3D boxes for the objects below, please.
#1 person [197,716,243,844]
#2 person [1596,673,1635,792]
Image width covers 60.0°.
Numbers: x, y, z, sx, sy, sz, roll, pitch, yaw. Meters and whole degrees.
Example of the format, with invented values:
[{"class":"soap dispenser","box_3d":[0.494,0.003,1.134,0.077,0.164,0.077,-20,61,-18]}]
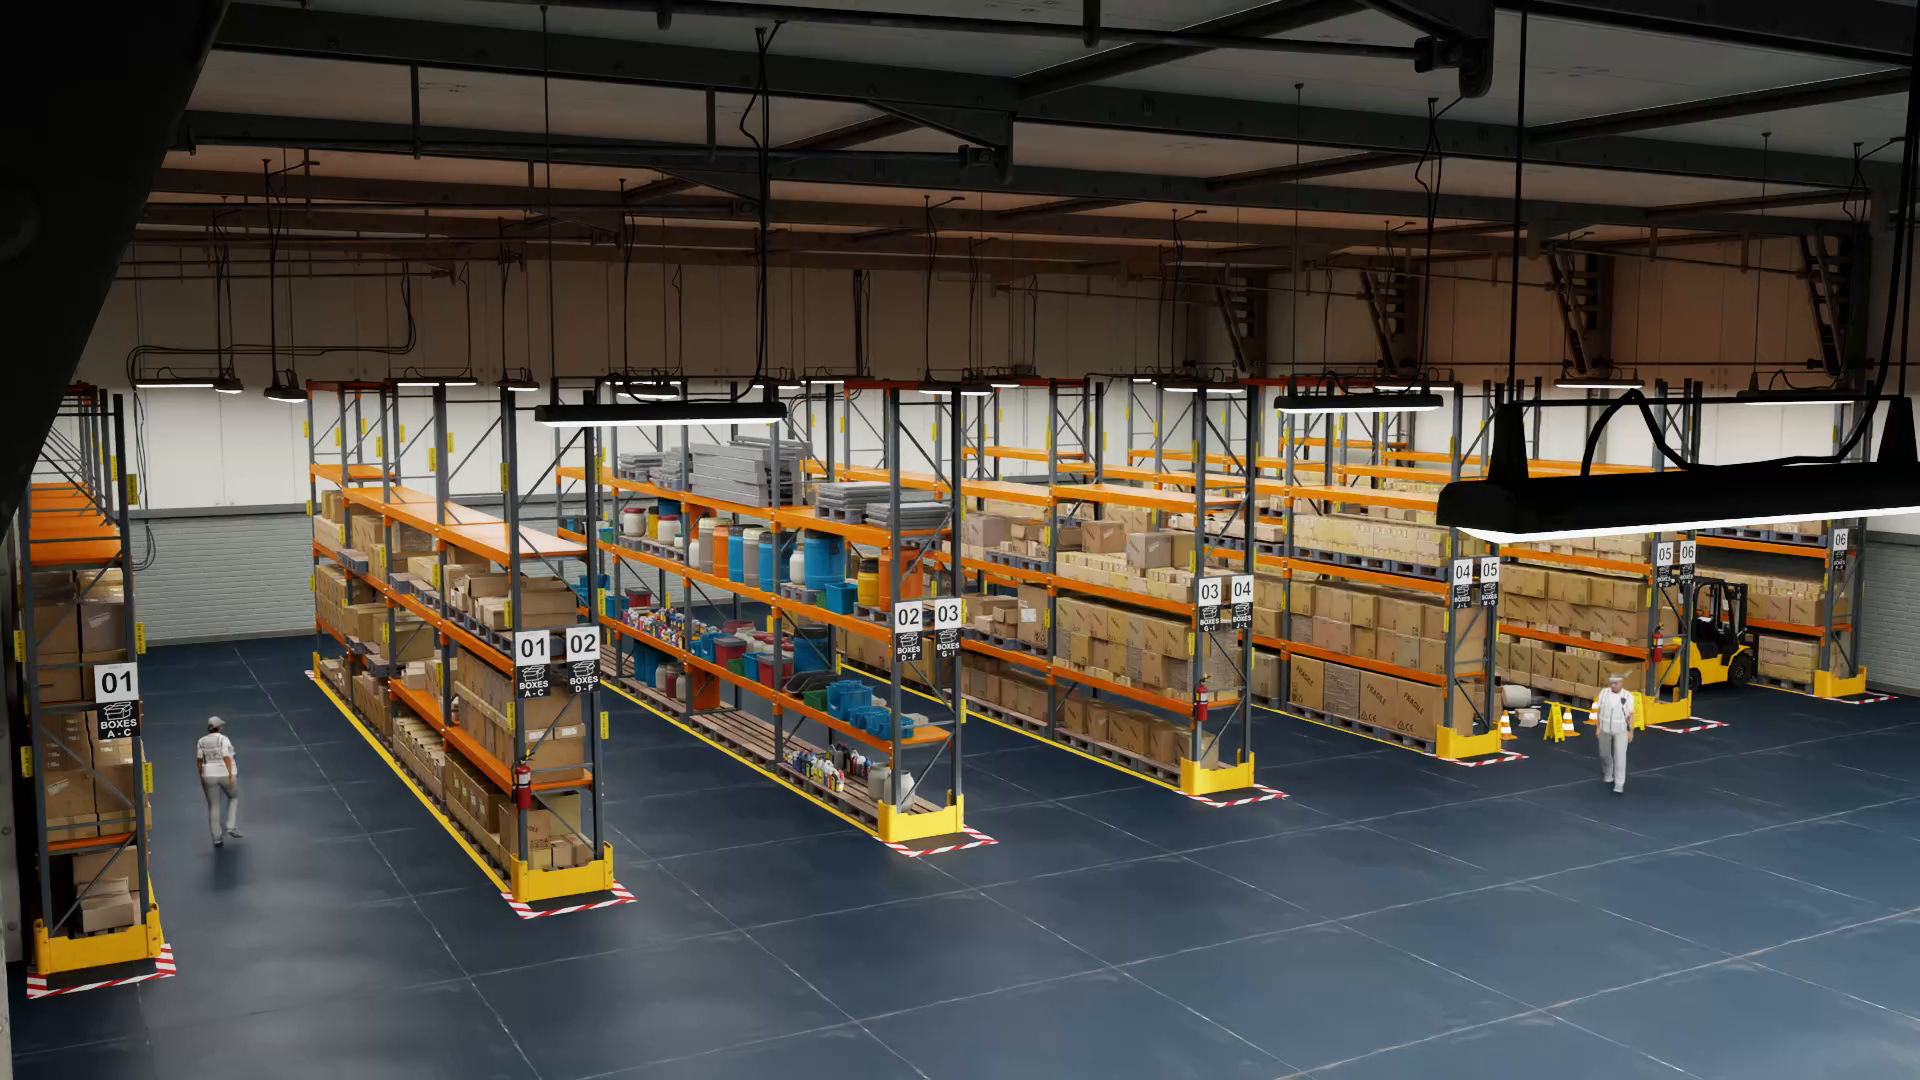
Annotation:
[{"class":"person","box_3d":[-9.819,3.175,22.011,0.510,1.670,0.543,-2,6,-16]},{"class":"person","box_3d":[9.773,2.824,24.806,0.522,1.734,0.837,4,7,36]}]
